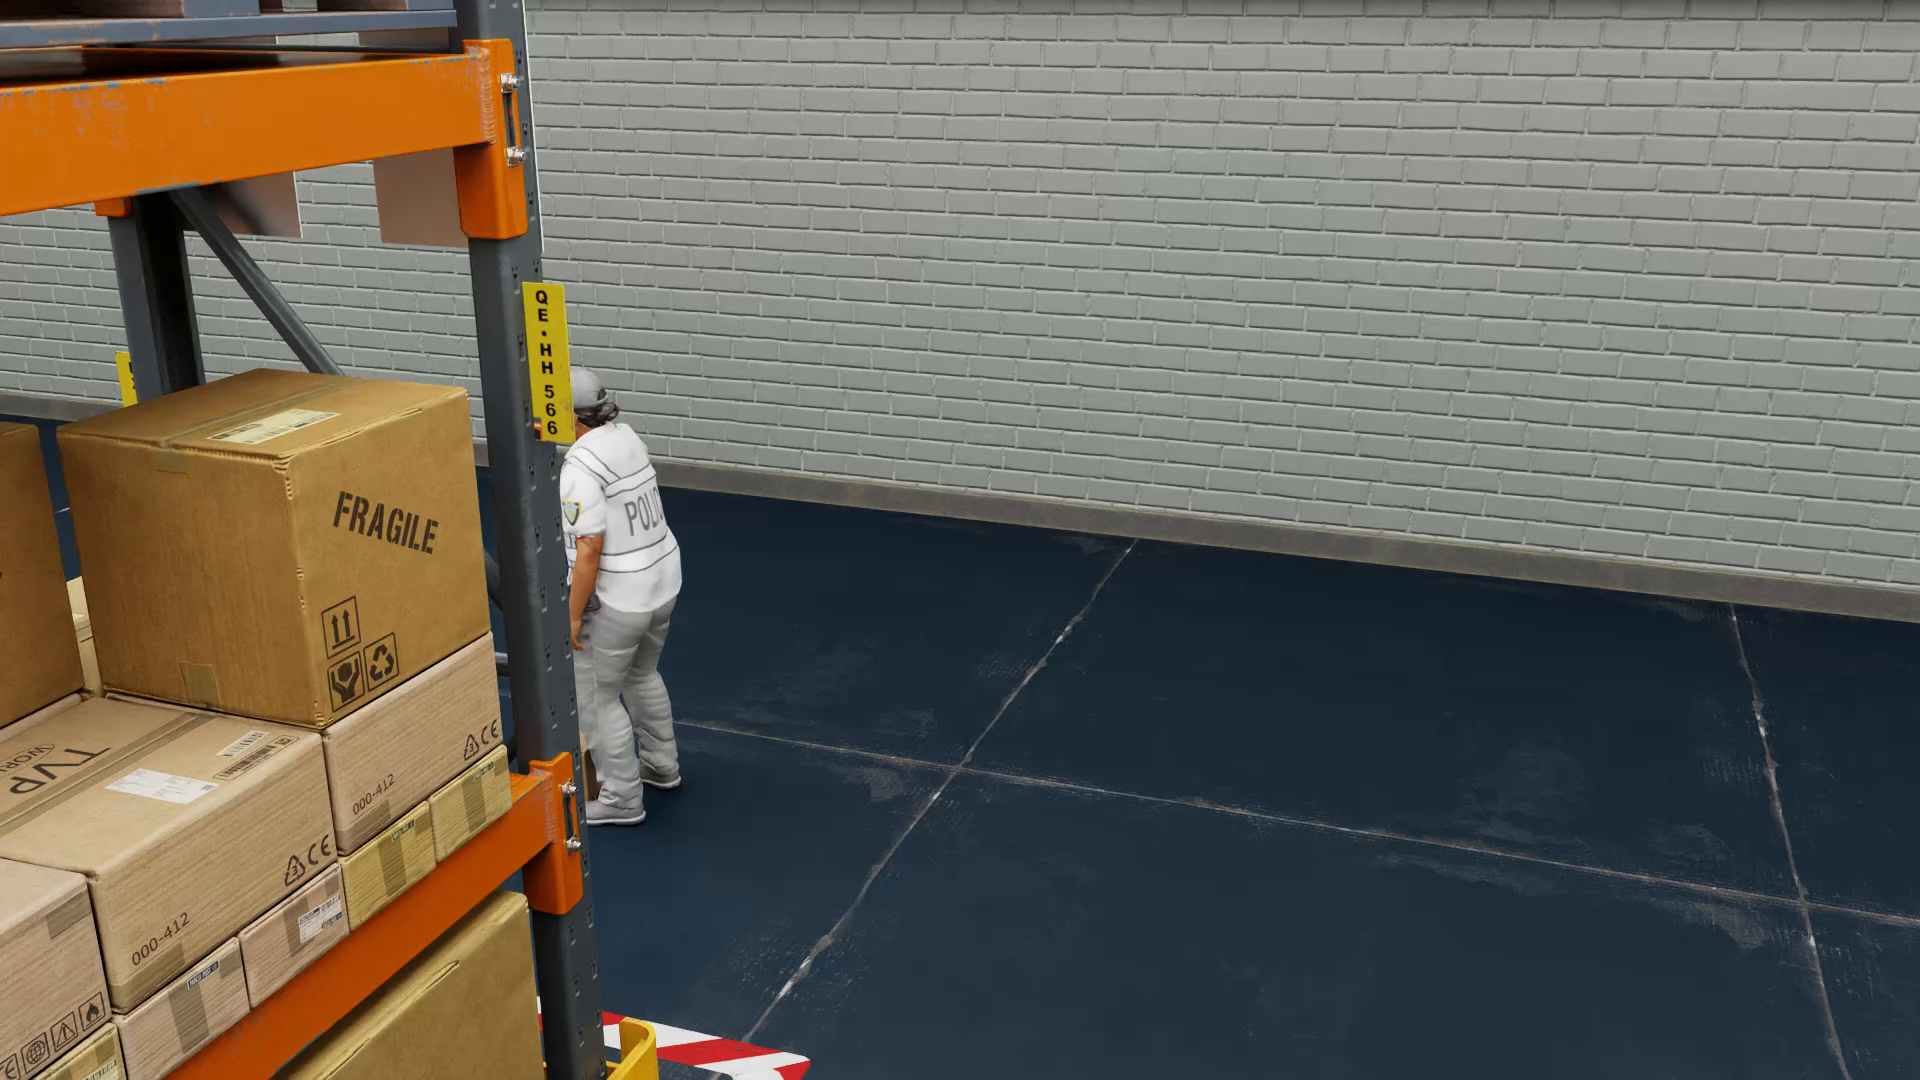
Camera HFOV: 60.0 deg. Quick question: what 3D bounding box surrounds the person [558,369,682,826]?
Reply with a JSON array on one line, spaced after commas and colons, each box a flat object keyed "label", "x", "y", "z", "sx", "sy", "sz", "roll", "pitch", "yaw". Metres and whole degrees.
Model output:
[{"label": "person", "x": -1.254, "y": 0.197, "z": 5.972, "sx": 0.472, "sy": 1.666, "sz": 0.553, "roll": 6, "pitch": 20, "yaw": 17}]
